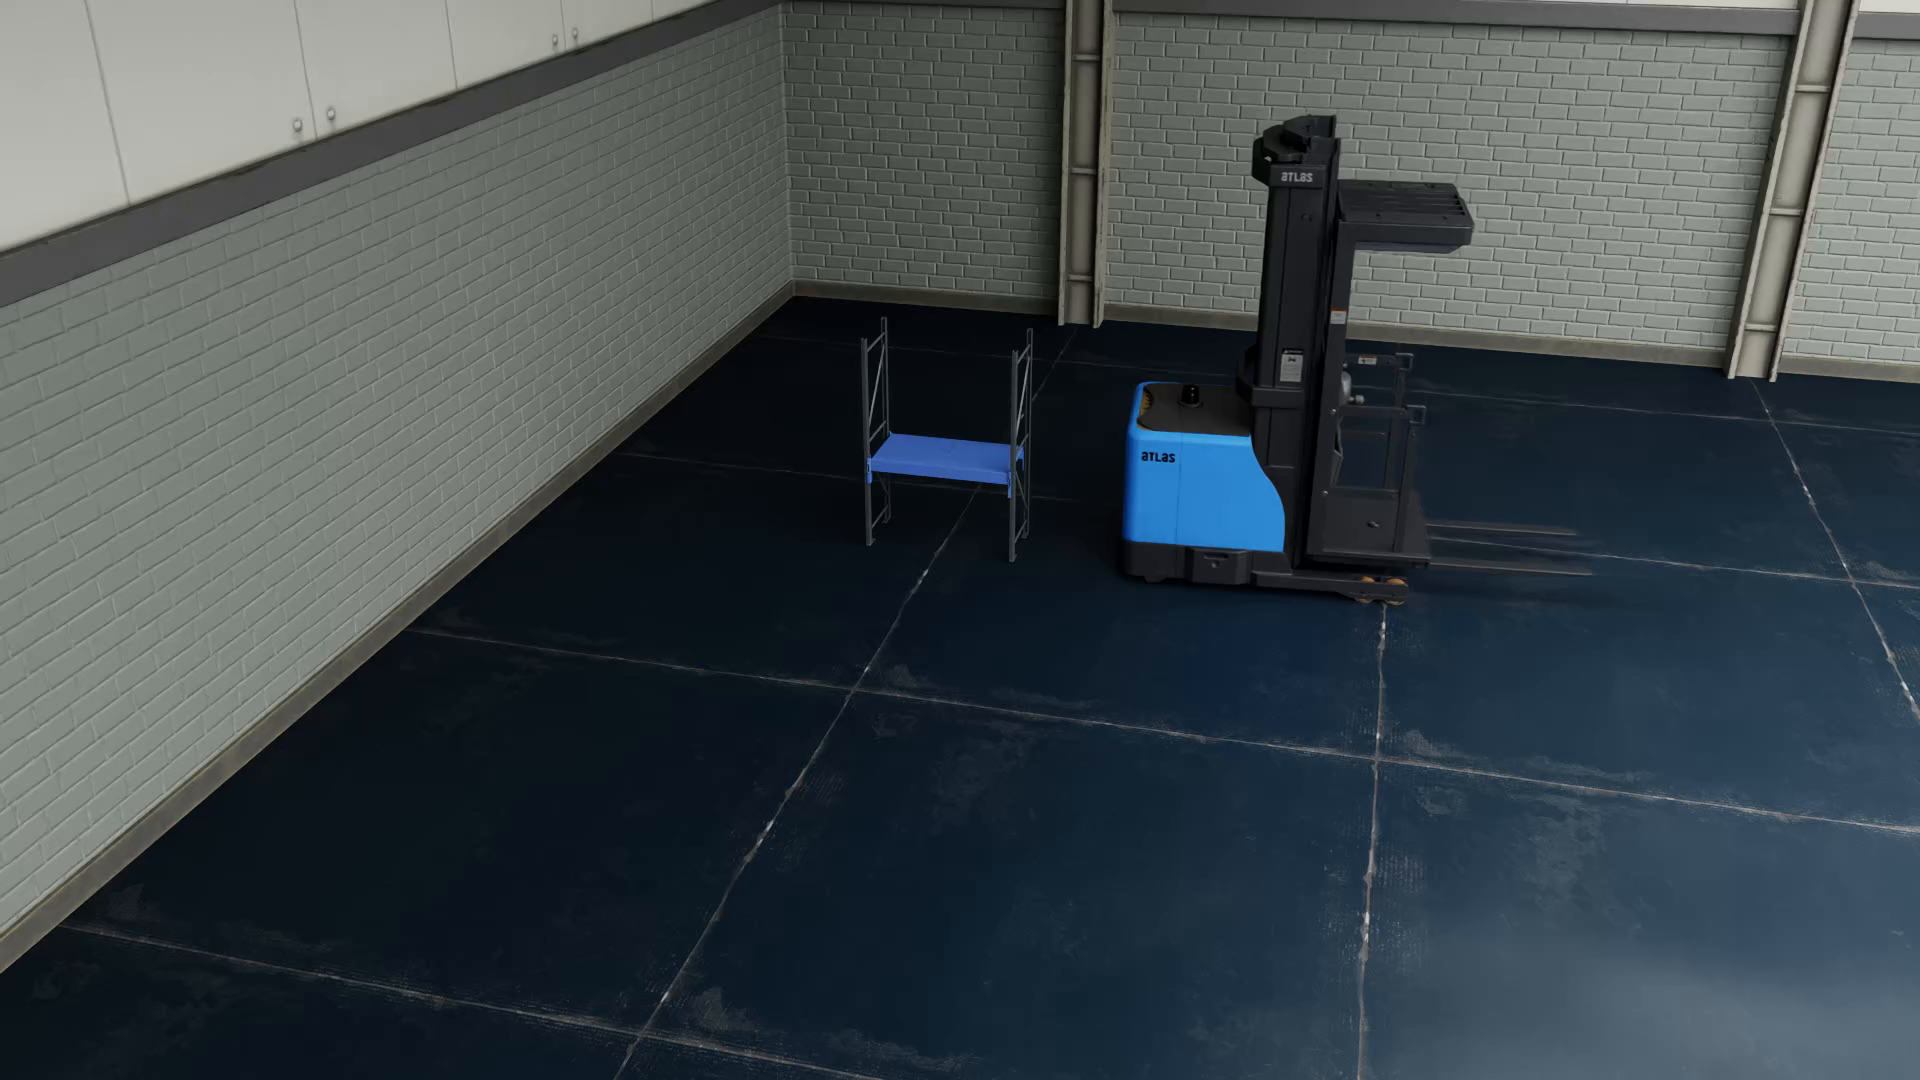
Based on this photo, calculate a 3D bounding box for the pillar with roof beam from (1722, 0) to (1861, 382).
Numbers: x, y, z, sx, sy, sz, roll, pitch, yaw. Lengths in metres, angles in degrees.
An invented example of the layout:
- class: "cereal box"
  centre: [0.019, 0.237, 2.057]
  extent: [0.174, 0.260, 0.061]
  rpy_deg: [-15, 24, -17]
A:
- class: "pillar with roof beam"
  centre: [5.905, -3.737, 9.014]
  extent: [0.400, 9.000, 9.100]
  rpy_deg: [6, 26, 13]

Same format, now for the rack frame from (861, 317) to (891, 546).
- class: "rack frame"
  centre: [-0.575, -0.741, 11.443]
  extent: [0.032, 1.500, 0.500]
  rpy_deg: [6, 26, 13]

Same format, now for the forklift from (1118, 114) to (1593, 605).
- class: "forklift"
  centre: [2.616, -1.150, 10.637]
  extent: [3.031, 2.935, 1.130]
  rpy_deg: [4, 26, 8]

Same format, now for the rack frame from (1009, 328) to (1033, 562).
- class: "rack frame"
  centre: [0.410, -0.632, 11.214]
  extent: [0.032, 1.500, 0.500]
  rpy_deg: [6, 26, 13]

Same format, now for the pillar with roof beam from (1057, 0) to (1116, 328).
- class: "pillar with roof beam"
  centre: [0.094, -4.380, 10.363]
  extent: [0.400, 9.000, 9.100]
  rpy_deg: [6, 26, 13]

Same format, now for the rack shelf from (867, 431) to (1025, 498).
- class: "rack shelf"
  centre: [-0.083, -0.524, 11.406]
  extent: [1.000, 0.185, 0.538]
  rpy_deg: [6, 26, 13]

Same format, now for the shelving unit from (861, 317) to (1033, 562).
- class: "shelving unit"
  centre: [-0.083, -0.686, 11.328]
  extent: [1.048, 1.500, 0.538]
  rpy_deg: [6, 26, 13]
